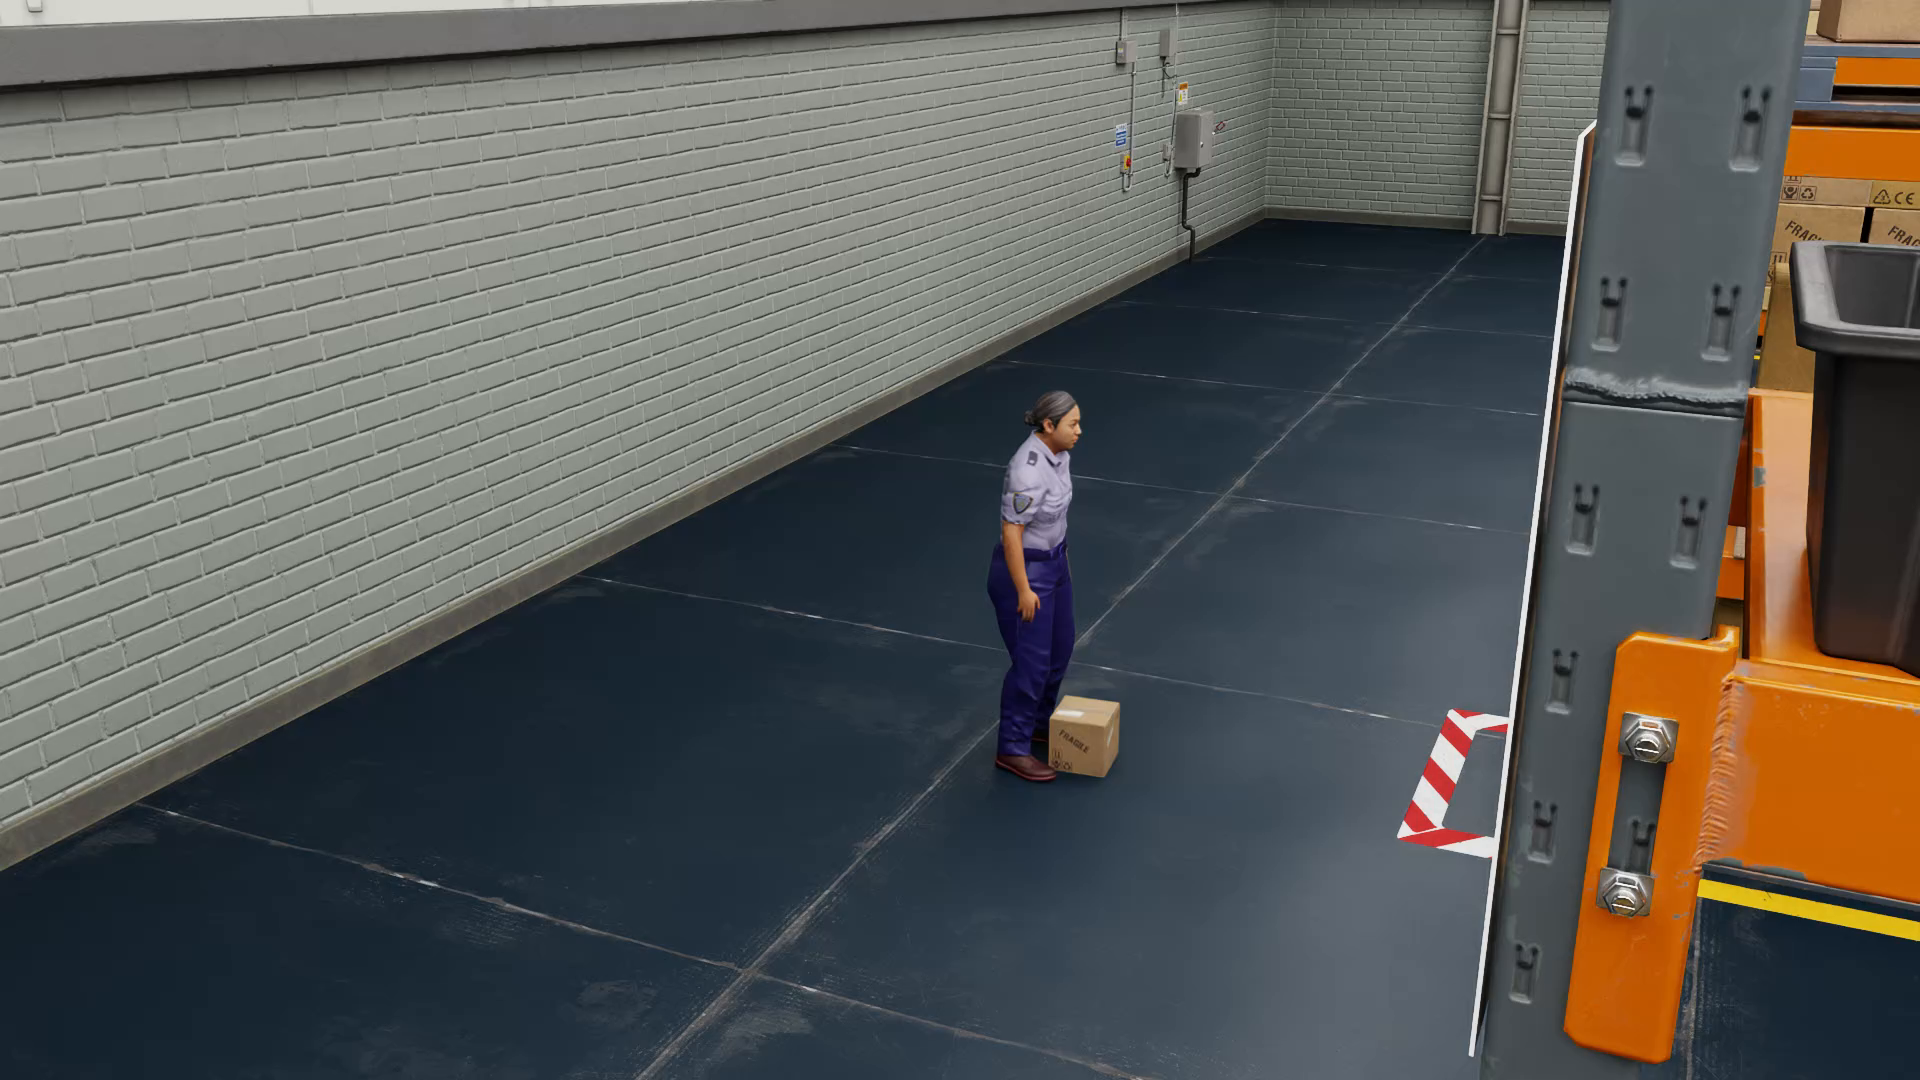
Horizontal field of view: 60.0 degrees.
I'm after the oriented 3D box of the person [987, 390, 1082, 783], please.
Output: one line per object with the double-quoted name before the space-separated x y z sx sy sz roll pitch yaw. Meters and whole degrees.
"person" 0.326 0.164 7.106 0.372 1.650 0.546 8 21 21
